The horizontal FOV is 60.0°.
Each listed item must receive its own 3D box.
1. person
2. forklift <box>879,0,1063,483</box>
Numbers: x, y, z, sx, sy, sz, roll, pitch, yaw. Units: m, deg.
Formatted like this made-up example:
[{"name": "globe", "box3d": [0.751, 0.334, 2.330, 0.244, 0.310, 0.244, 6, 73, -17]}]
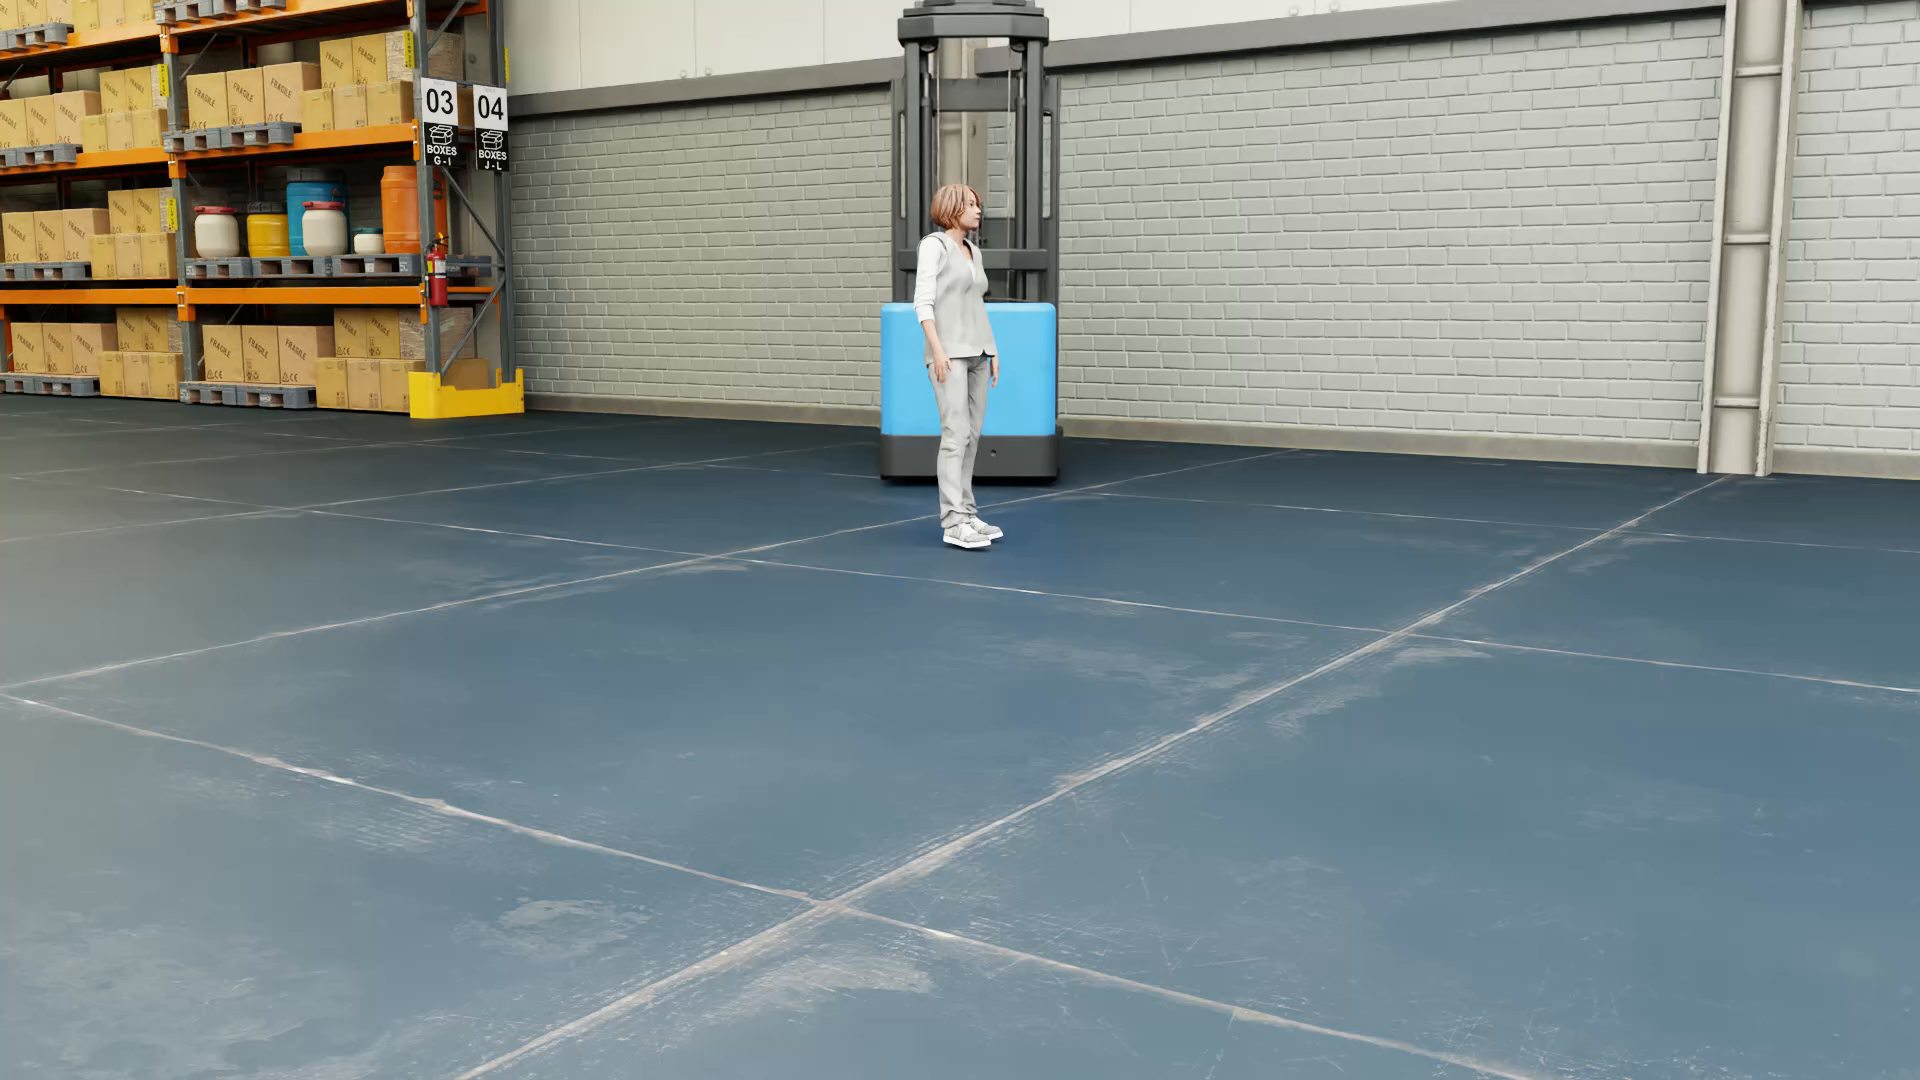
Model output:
[{"name": "person", "box3d": [0.053, -0.783, 7.439, 0.475, 1.582, 0.521, 5, 10, 34]}, {"name": "forklift", "box3d": [0.112, -1.964, 11.001, 1.130, 2.935, 3.031, 0, 8, 3]}]
